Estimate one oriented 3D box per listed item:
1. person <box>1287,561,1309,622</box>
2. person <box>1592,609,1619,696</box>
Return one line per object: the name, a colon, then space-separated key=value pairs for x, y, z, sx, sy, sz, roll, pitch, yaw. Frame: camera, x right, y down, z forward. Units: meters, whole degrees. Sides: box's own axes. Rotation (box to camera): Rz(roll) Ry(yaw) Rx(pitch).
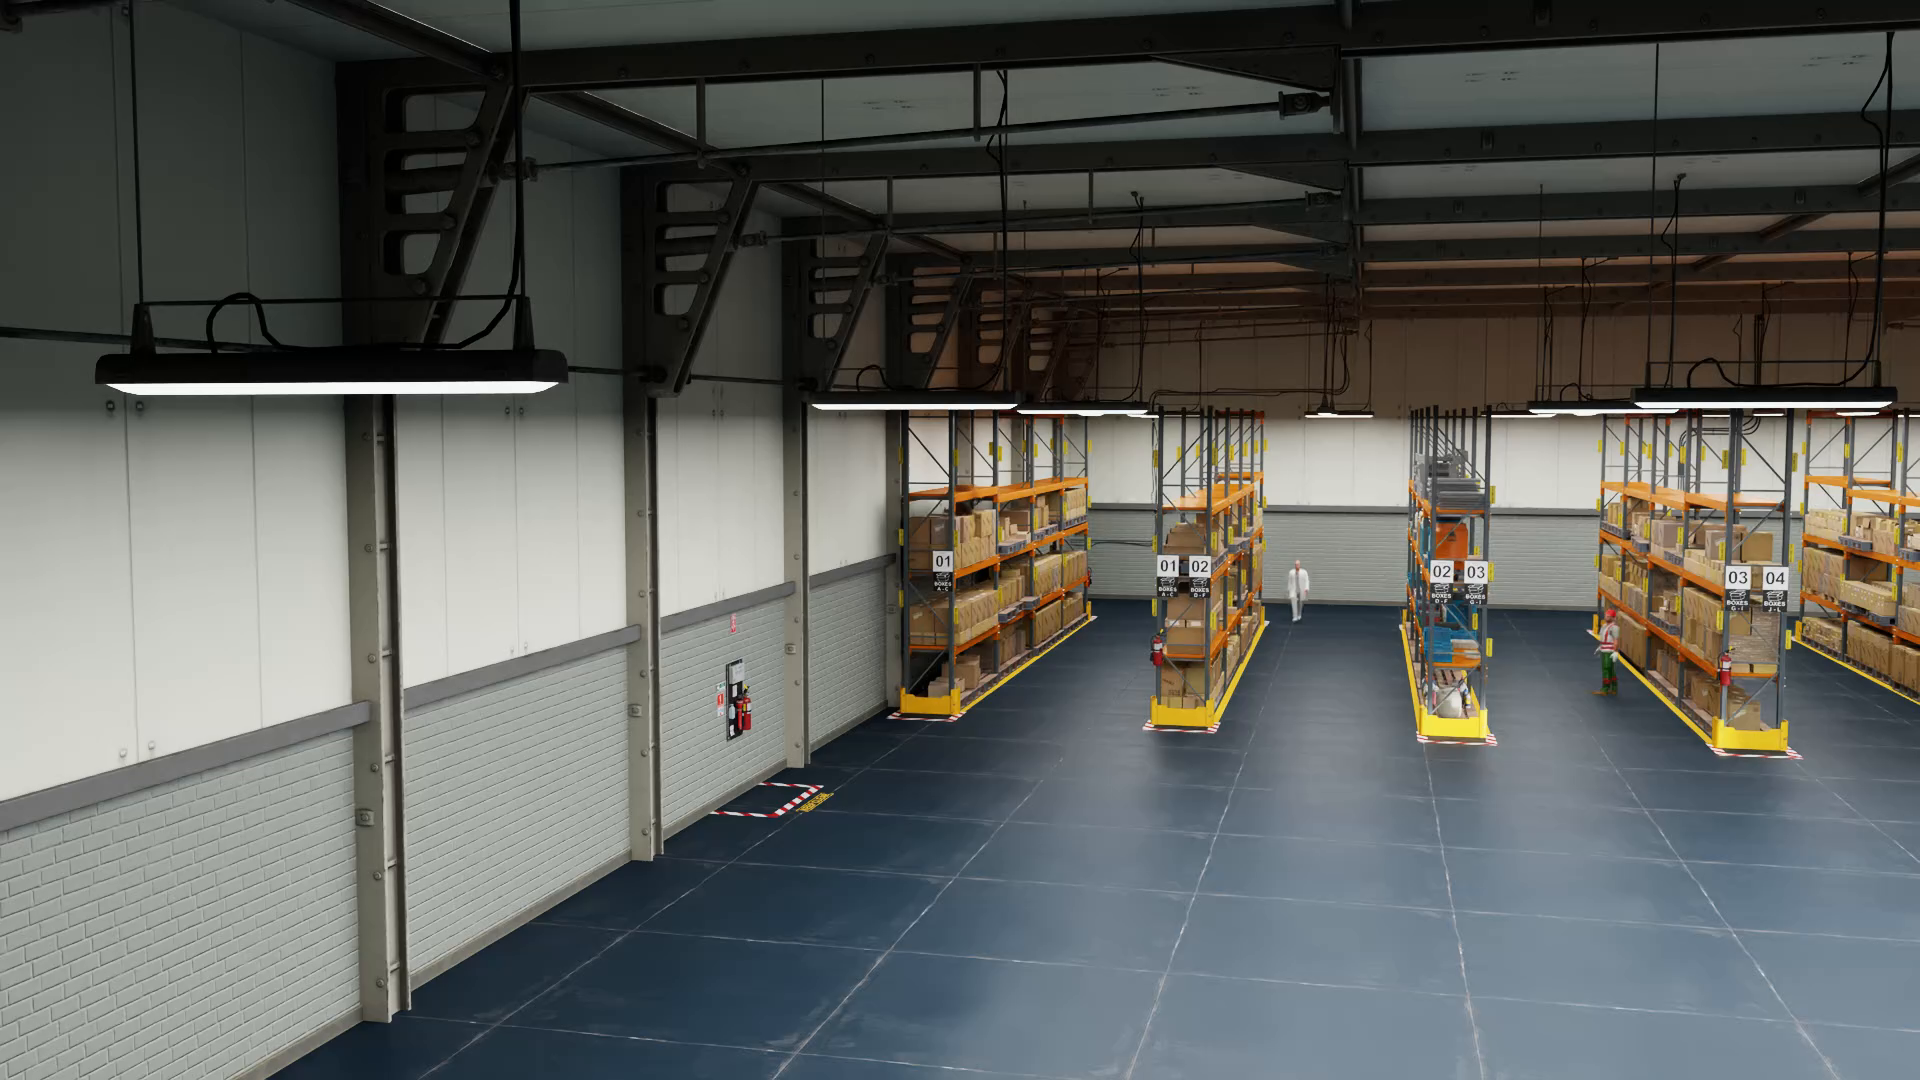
person: x=9.613 y=1.456 z=47.289 sx=0.589 sy=1.727 sz=1.128 roll=0 pitch=4 yaw=6
person: x=13.485 y=2.341 z=34.739 sx=0.513 sy=1.797 sz=0.548 roll=1 pitch=4 yaw=13
